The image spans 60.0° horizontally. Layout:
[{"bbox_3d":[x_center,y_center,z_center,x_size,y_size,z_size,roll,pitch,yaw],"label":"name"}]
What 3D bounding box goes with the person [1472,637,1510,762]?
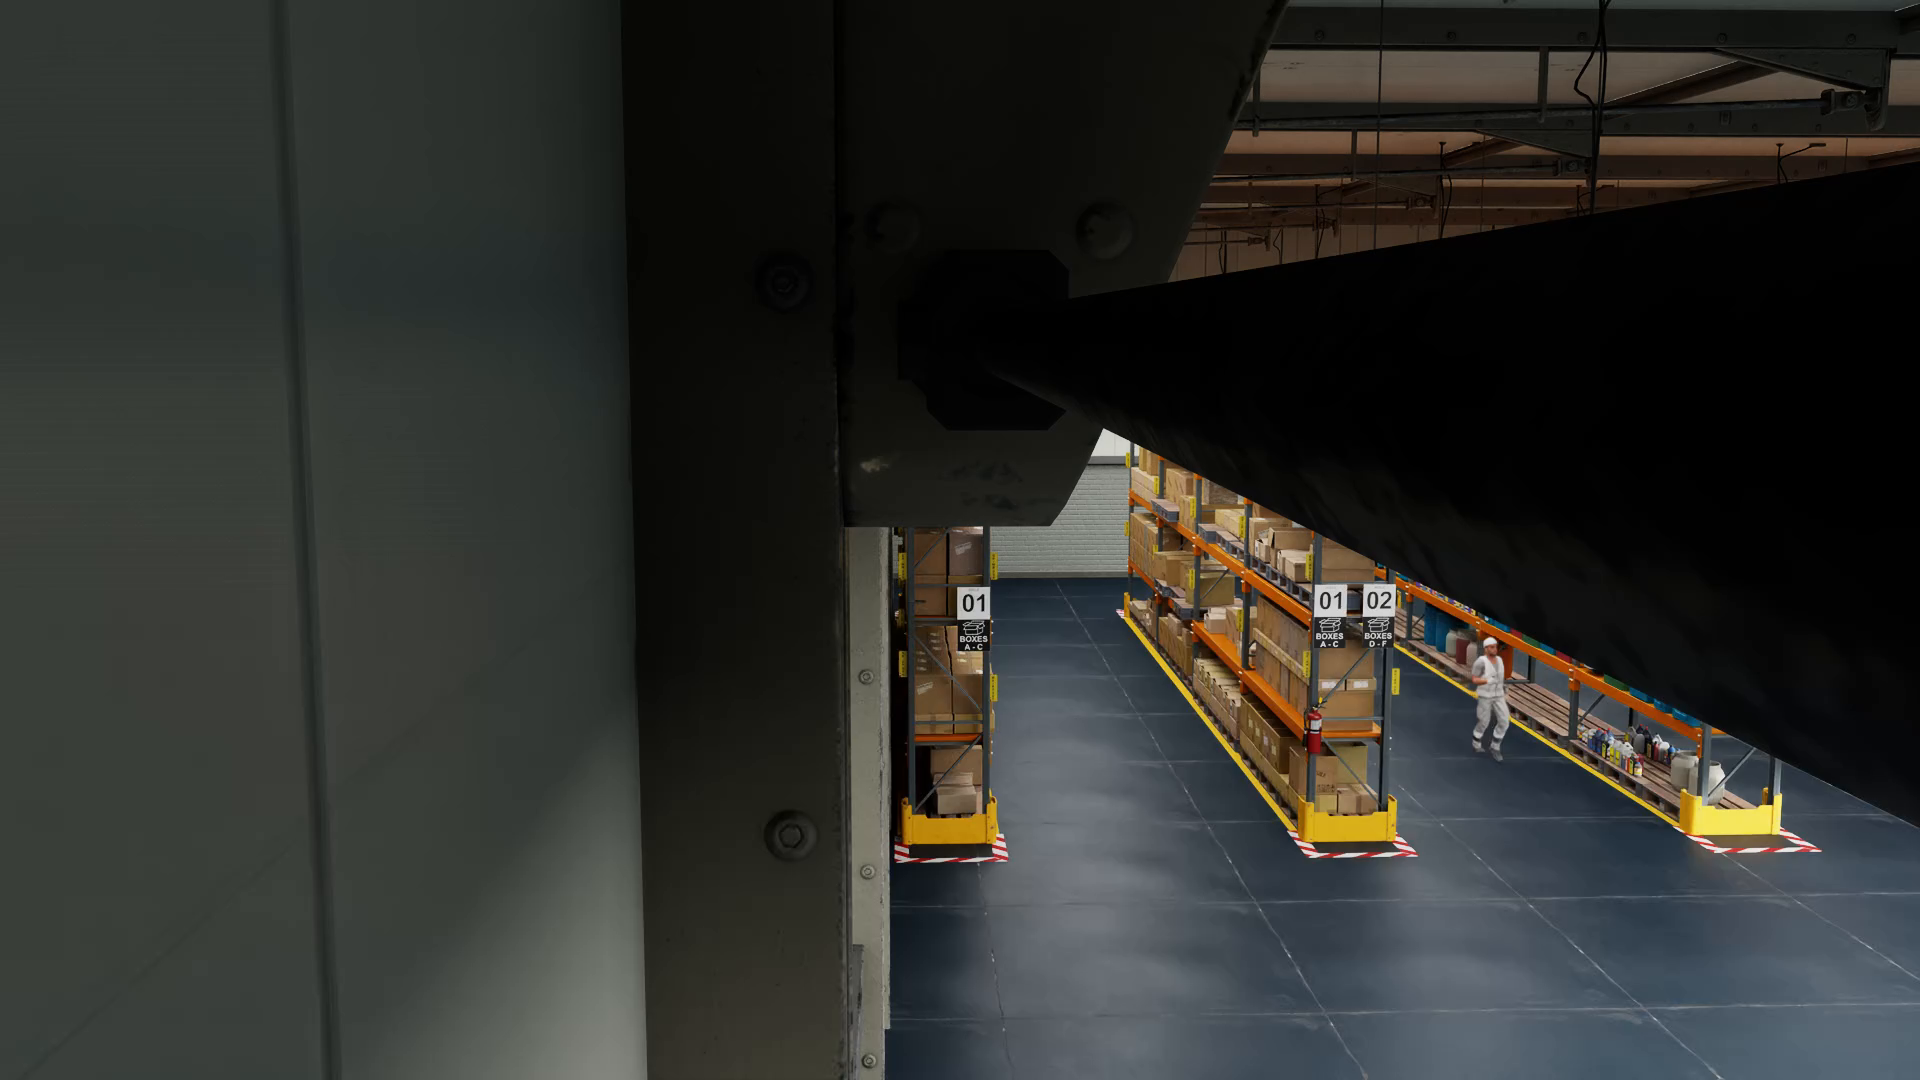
[{"bbox_3d":[7.782,2.333,24.349,0.632,1.824,0.705,-2,8,-14],"label":"person"}]
